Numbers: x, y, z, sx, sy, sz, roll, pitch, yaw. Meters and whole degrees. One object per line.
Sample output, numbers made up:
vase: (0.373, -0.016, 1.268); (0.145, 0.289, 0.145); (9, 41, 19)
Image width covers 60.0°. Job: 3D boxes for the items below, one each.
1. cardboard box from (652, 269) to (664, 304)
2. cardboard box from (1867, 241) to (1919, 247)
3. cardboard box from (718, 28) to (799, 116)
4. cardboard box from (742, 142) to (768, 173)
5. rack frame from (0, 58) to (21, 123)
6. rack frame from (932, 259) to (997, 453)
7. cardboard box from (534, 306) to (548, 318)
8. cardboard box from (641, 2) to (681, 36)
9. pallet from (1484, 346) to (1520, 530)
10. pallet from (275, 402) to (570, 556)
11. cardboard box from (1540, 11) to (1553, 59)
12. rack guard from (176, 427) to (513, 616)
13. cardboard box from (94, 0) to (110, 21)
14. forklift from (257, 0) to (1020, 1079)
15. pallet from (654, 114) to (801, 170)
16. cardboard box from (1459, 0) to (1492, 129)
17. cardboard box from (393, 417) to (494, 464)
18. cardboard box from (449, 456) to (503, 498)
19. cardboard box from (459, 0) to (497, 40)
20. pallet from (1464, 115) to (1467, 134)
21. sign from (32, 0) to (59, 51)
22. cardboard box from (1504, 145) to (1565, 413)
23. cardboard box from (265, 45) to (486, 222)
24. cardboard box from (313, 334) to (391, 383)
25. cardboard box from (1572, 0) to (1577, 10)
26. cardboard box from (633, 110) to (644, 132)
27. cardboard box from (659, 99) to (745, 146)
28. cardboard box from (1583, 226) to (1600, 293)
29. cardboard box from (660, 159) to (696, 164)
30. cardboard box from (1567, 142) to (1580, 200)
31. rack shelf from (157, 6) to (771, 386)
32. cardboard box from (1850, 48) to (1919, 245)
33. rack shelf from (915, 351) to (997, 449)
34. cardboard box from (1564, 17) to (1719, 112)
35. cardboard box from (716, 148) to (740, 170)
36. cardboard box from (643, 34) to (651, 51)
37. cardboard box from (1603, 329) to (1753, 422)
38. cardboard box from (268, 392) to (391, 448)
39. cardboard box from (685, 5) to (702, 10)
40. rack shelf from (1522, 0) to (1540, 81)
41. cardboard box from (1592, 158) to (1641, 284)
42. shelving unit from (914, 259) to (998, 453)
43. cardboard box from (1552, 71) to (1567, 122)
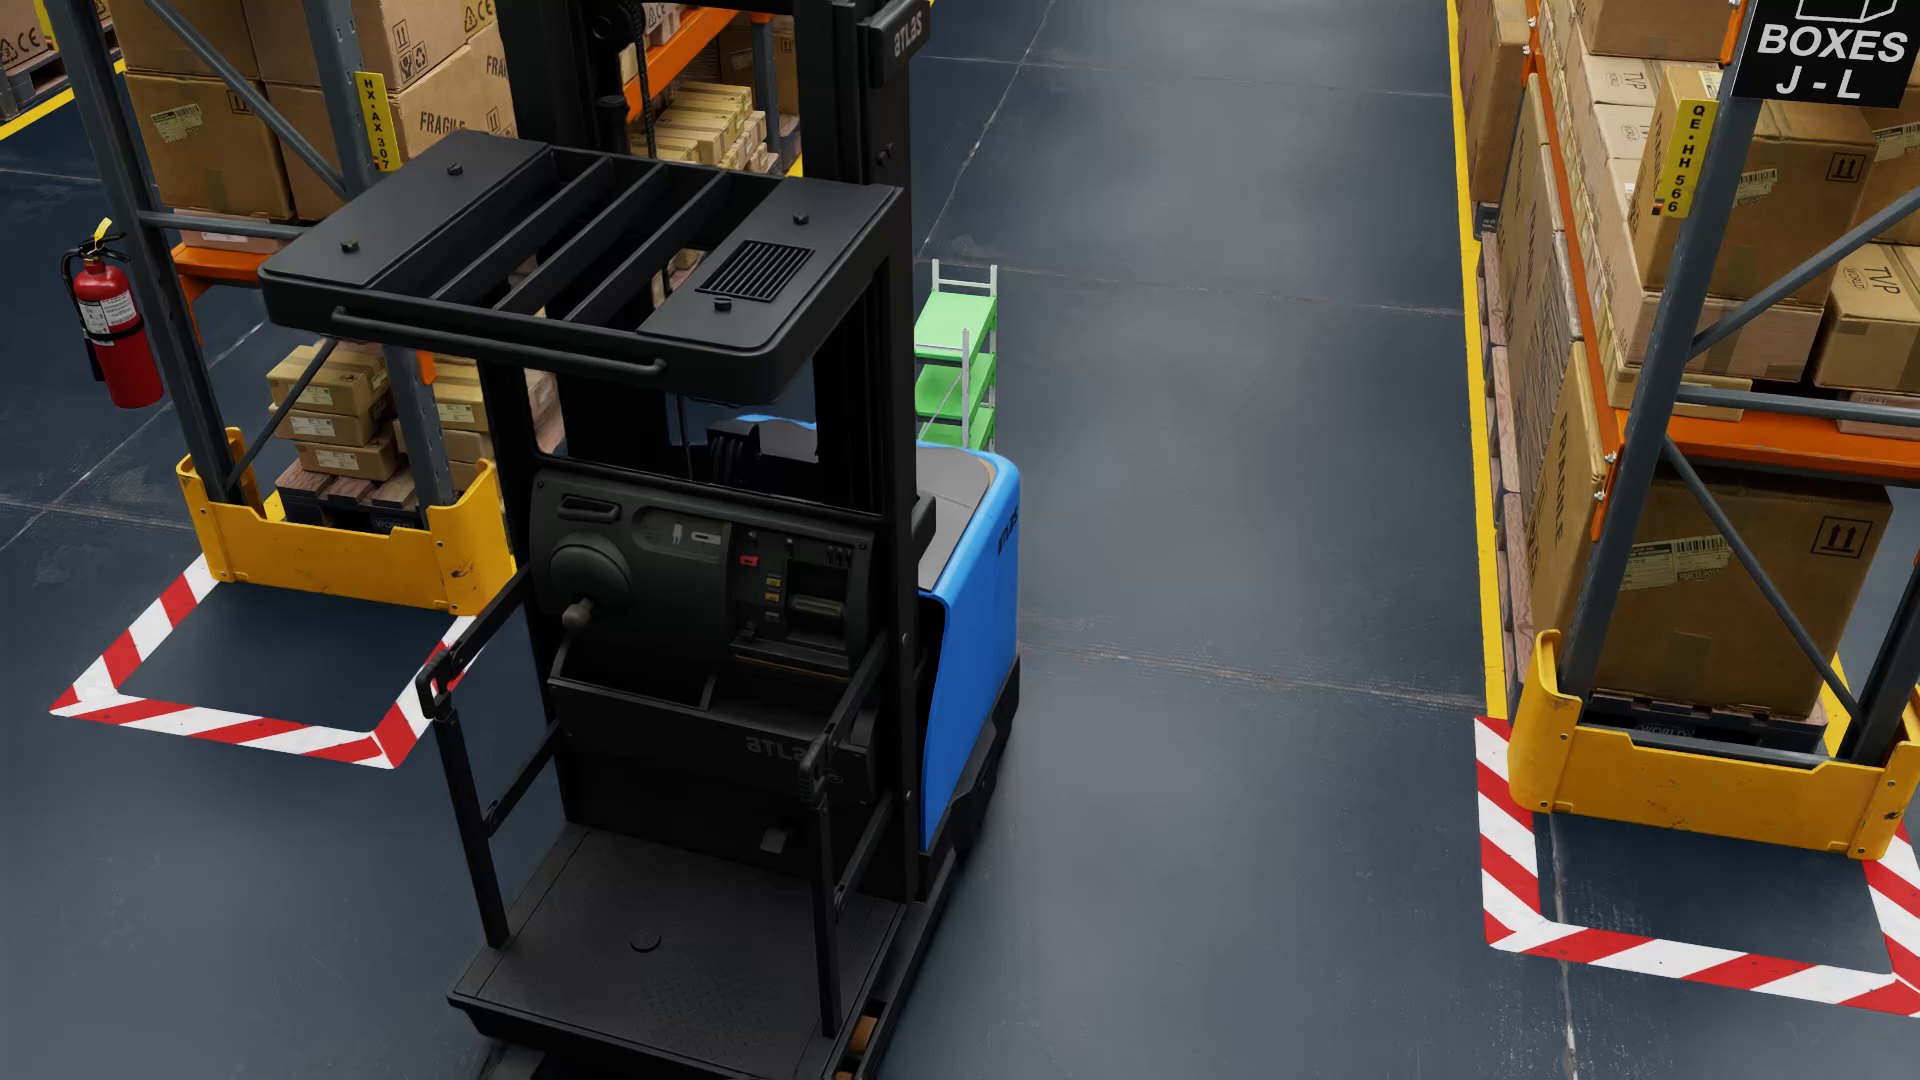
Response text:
cardboard box: (-1.638, -1.208, 7.932); (0.380, 0.149, 0.250); (7, 37, 10)
cardboard box: (2.914, -0.964, 5.398); (0.500, 0.250, 0.500); (7, 37, 9)
cardboard box: (-1.109, -2.885, 9.947); (0.500, 0.500, 0.500); (9, 37, 12)
cardboard box: (-1.277, -2.085, 9.142); (0.380, 0.149, 0.250); (8, 37, 11)
rack frame: (-6.383, -3.899, 9.574); (1.000, 3.000, 0.127); (7, 37, 10)
rack frame: (0.017, -0.531, 6.460); (0.240, 1.200, 0.015); (7, 37, 10)
cardboard box: (-1.816, -0.859, 6.944); (0.380, 0.149, 0.250); (7, 37, 10)
cardboard box: (-1.573, -2.602, 7.446); (0.500, 0.500, 0.500); (7, 37, 10)
pallet: (2.801, -0.400, 7.122); (1.003, 0.211, 1.213); (7, 37, 10)
pallet: (-2.156, -0.419, 7.149); (1.003, 0.211, 1.213); (7, 37, 10)
cardboard box: (2.854, -2.277, 7.549); (0.380, 0.149, 0.250); (6, 36, 8)
rack guard: (-2.364, -0.075, 6.427); (1.175, 0.500, 0.348); (7, 37, 10)
cardboard box: (-6.144, -4.093, 11.294); (0.875, 0.875, 0.875); (8, 37, 11)
forklift: (-0.726, 0.154, 4.040); (1.130, 2.935, 3.031); (11, 37, 14)
pallet: (-1.361, -2.654, 10.232); (1.003, 0.211, 1.213); (7, 37, 10)
cardboard box: (3.605, -2.849, 9.577); (1.225, 0.875, 0.875); (6, 36, 8)
cardboard box: (-2.018, -0.448, 6.630); (0.380, 0.149, 0.250); (9, 37, 12)
cardboard box: (-1.956, -0.319, 6.706); (0.380, 0.149, 0.250); (8, 37, 11)
cardboard box: (-1.924, -2.123, 5.933); (0.500, 0.500, 0.500); (8, 37, 11)
pallet: (3.648, -2.681, 10.270); (1.003, 0.211, 1.213); (7, 37, 10)
sign: (-2.918, -1.721, 5.313); (0.100, 0.325, 0.005); (7, 37, 10)
cardboard box: (2.887, -1.082, 7.140); (0.875, 0.875, 0.875); (7, 37, 10)
cardboard box: (-2.015, -1.427, 5.824); (0.500, 0.500, 0.500); (9, 37, 12)
cardboard box: (-2.405, -0.772, 6.824); (0.380, 0.149, 0.250); (8, 37, 11)
cardboard box: (2.833, -2.496, 6.874); (0.500, 0.500, 0.500); (7, 37, 10)
cardboard box: (-1.919, -2.271, 8.892); (0.380, 0.149, 0.250); (9, 37, 12)
cardboard box: (-1.363, -2.205, 8.801); (0.380, 0.149, 0.250); (8, 37, 11)
cardboard box: (2.361, -0.944, 5.711); (0.380, 0.149, 0.250); (8, 37, 11)
cardboard box: (-1.509, -1.756, 8.181); (0.380, 0.149, 0.250); (6, 36, 8)
cardboard box: (2.525, -1.384, 6.317); (0.380, 0.149, 0.250); (8, 37, 11)
rack shelf: (-1.953, -1.899, 7.427); (1.077, 0.370, 4.000); (7, 37, 10)
cardboard box: (2.917, -1.255, 5.161); (0.500, 0.500, 0.500); (6, 36, 9)
rack shelf: (-0.035, -0.534, 6.164); (0.258, 0.148, 0.480); (7, 37, 10)
cardboard box: (2.725, -1.898, 6.687); (0.500, 0.250, 0.500); (8, 37, 11)
cardboard box: (-1.368, -1.940, 8.688); (0.380, 0.149, 0.250); (6, 36, 8)
cardboard box: (-1.637, -2.291, 7.570); (0.380, 0.149, 0.250); (7, 36, 9)
cardboard box: (2.198, -0.508, 5.108); (0.380, 0.149, 0.250); (8, 37, 11)
cardboard box: (-2.546, -0.518, 6.727); (0.380, 0.149, 0.250); (6, 36, 9)
cardboard box: (-1.422, -2.735, 8.181); (0.380, 0.149, 0.250); (9, 37, 12)
rack shelf: (3.725, -3.512, 9.653); (1.077, 0.370, 4.000); (7, 37, 10)
cardboard box: (2.397, -1.025, 5.483); (0.500, 0.250, 0.500); (7, 36, 9)
shelving unit: (-0.035, -0.391, 6.267); (0.258, 1.200, 0.503); (7, 37, 10)
cardboard box: (2.689, -1.828, 6.930); (0.380, 0.149, 0.250); (7, 36, 9)
